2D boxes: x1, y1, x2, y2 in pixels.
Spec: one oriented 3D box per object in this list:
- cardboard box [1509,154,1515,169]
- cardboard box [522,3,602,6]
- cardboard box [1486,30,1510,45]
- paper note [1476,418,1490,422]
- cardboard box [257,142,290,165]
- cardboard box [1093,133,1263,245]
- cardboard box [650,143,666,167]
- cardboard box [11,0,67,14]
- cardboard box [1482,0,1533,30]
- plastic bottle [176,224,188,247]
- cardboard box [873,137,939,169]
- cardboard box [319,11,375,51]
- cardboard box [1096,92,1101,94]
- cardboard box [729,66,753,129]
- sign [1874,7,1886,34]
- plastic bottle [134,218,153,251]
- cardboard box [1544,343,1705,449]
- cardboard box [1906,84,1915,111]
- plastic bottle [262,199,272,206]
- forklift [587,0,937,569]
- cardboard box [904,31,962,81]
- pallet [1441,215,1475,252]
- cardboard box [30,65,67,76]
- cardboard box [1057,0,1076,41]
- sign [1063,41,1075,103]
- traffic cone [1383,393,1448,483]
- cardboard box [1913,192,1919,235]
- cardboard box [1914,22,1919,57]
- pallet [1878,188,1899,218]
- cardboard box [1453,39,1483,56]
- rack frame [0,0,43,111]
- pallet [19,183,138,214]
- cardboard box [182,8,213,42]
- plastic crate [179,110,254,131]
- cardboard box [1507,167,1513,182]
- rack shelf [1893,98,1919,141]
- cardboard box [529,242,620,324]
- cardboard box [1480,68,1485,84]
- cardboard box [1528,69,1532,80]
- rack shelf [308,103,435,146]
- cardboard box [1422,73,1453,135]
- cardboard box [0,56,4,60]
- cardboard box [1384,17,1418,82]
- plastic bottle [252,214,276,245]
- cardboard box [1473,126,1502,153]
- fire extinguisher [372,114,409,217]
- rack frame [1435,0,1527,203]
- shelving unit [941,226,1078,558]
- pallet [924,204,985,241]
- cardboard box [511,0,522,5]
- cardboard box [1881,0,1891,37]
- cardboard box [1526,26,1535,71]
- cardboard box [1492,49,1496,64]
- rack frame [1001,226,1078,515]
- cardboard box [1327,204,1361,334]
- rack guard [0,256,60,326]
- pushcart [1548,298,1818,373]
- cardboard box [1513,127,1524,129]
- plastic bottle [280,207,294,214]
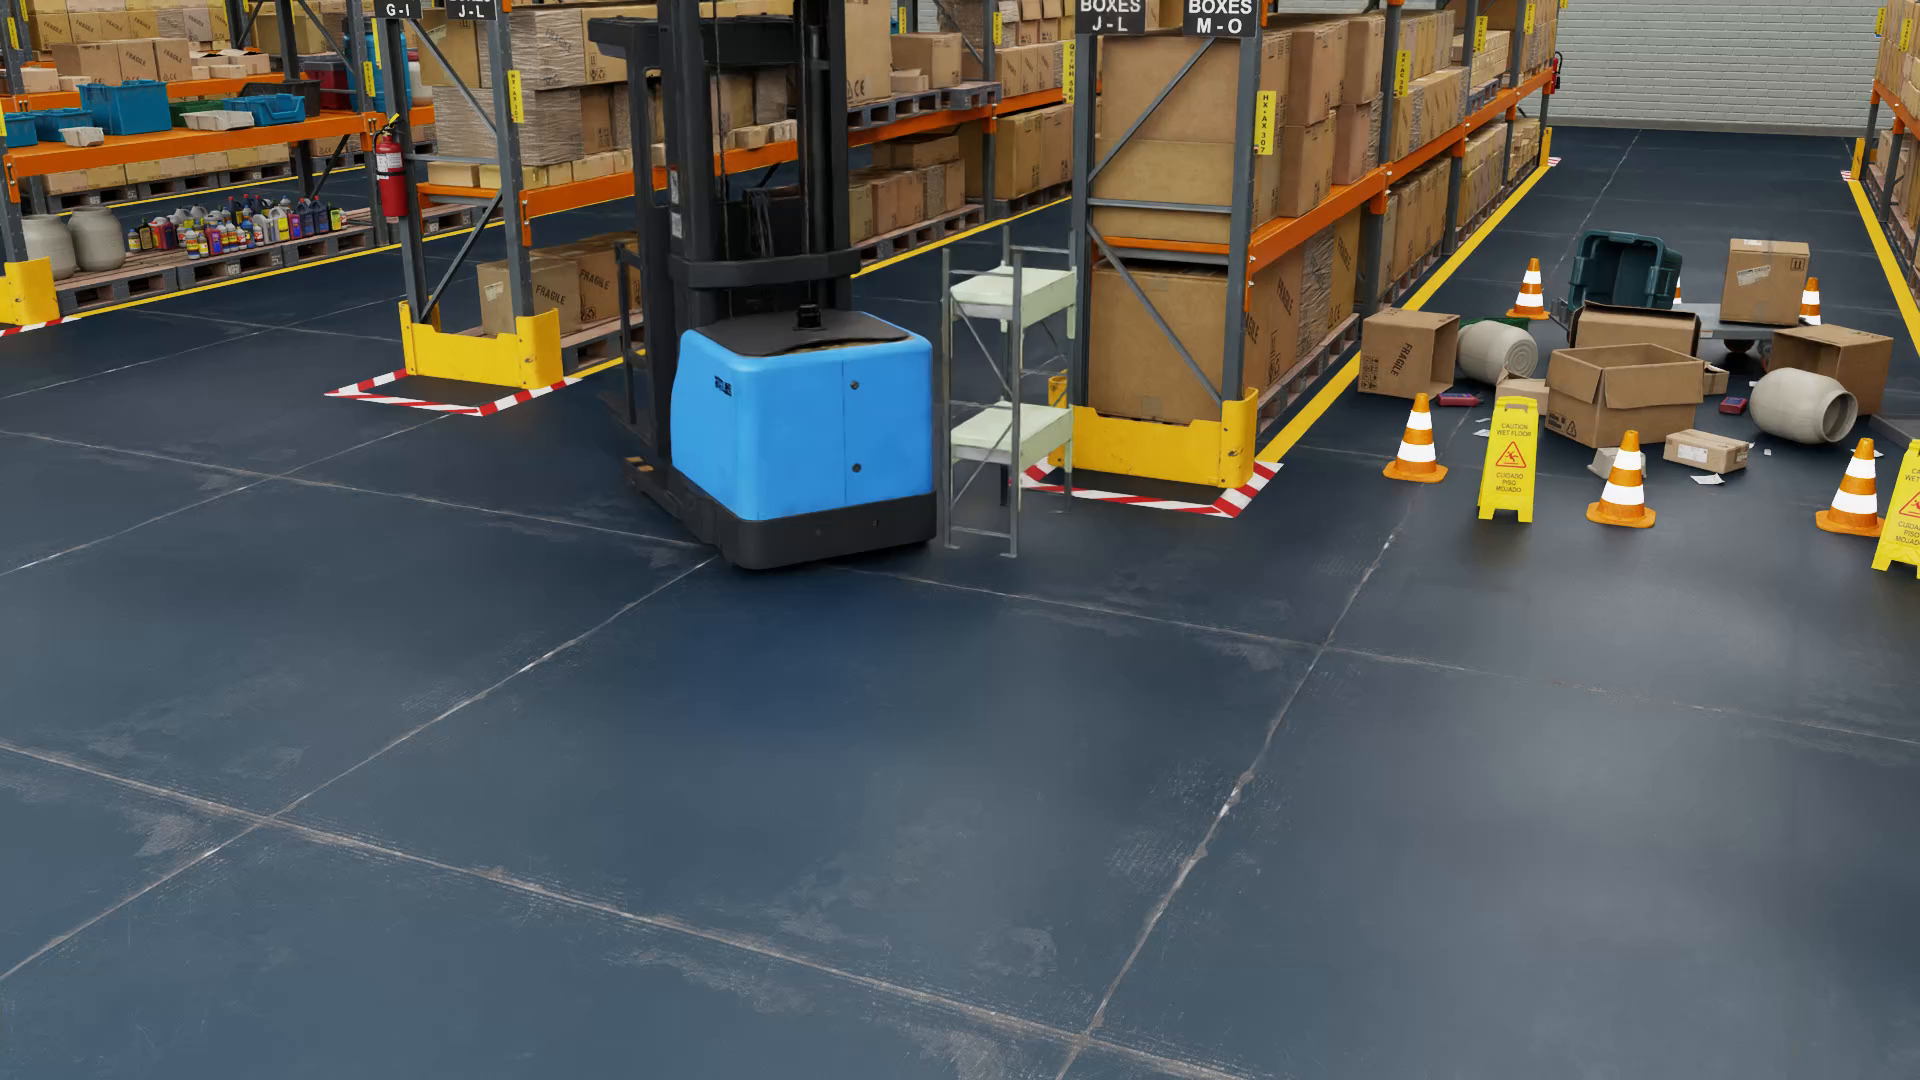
[{"bbox_3d":[6.457,-4.562,20.005,0.380,0.149,0.250,10,22,25],"label":"cardboard box"},{"bbox_3d":[-2.974,-3.710,12.339,0.500,0.500,0.500,9,21,23],"label":"cardboard box"},{"bbox_3d":[6.031,-5.711,18.911,0.380,0.149,0.250,10,22,25],"label":"cardboard box"},{"bbox_3d":[3.335,-0.764,10.602,0.123,0.001,0.032,-14,24,-33],"label":"paper note"},{"bbox_3d":[-9.134,-5.058,21.690,0.500,0.250,0.500,9,22,24],"label":"cardboard box"},{"bbox_3d":[1.214,-2.022,9.455,0.875,0.550,0.550,9,21,23],"label":"cardboard box"},{"bbox_3d":[-2.344,-2.925,12.592,0.380,0.149,0.250,9,21,23],"label":"cardboard box"},{"bbox_3d":[-13.229,-7.690,23.874,0.500,0.250,0.500,9,22,24],"label":"cardboard box"},{"bbox_3d":[6.424,-6.263,19.519,0.500,0.500,0.500,9,22,24],"label":"cardboard box"},{"bbox_3d":[-7.241,-2.838,15.492,0.097,0.201,0.097,0,20,0],"label":"plastic bottle"},{"bbox_3d":[-0.559,-4.000,17.193,0.500,0.250,0.500,11,22,29],"label":"cardboard box"},{"bbox_3d":[-8.437,-7.056,23.057,0.700,0.500,0.500,13,23,33],"label":"cardboard box"},{"bbox_3d":[1.877,-5.600,22.282,0.875,0.875,0.875,9,21,23],"label":"cardboard box"},{"bbox_3d":[-2.220,-3.677,13.737,0.875,0.500,0.500,9,21,23],"label":"cardboard box"},{"bbox_3d":[11.709,-6.598,21.135,0.100,0.325,0.005,9,21,23],"label":"sign"},{"bbox_3d":[-7.516,-2.810,15.292,0.061,0.283,0.133,9,22,24],"label":"plastic bottle"},{"bbox_3d":[4.070,-0.892,10.226,0.797,0.503,0.637,-5,20,-15],"label":"cardboard box"},{"bbox_3d":[9.719,-4.370,16.505,0.500,0.250,0.500,8,21,22],"label":"cardboard box"},{"bbox_3d":[-6.899,-3.230,16.483,0.152,0.276,0.135,9,22,25],"label":"plastic bottle"},{"bbox_3d":[-1.256,-1.690,8.848,1.130,2.935,3.031,-10,22,-26],"label":"forklift"},{"bbox_3d":[-0.289,-5.064,17.454,0.500,0.500,0.500,6,20,16],"label":"cardboard box"},{"bbox_3d":[4.700,-3.203,17.159,1.003,0.211,1.213,9,21,23],"label":"pallet"},{"bbox_3d":[-10.586,-5.357,19.257,0.396,0.266,0.258,8,21,21],"label":"cardboard box"},{"bbox_3d":[0.988,-6.327,20.137,0.797,0.503,0.637,9,21,23],"label":"cardboard box"},{"bbox_3d":[0.614,-2.568,9.132,0.100,0.325,0.005,9,21,23],"label":"sign"},{"bbox_3d":[2.616,-0.604,9.478,0.336,0.463,0.334,9,21,23],"label":"traffic cone"},{"bbox_3d":[9.664,-3.298,15.810,0.875,0.875,0.875,9,21,23],"label":"cardboard box"},{"bbox_3d":[9.949,-5.116,16.736,0.500,0.500,0.500,8,21,22],"label":"cardboard box"},{"bbox_3d":[10.957,-3.760,18.727,1.003,0.211,1.213,9,21,23],"label":"pallet"},{"bbox_3d":[5.175,-5.073,17.117,0.380,0.149,0.250,10,22,25],"label":"cardboard box"},{"bbox_3d":[-13.661,-7.028,23.754,1.000,3.000,0.127,9,21,23],"label":"rack frame"},{"bbox_3d":[-10.513,-4.044,19.524,1.003,0.211,1.213,9,21,23],"label":"pallet"},{"bbox_3d":[-12.182,-8.115,26.186,0.500,0.500,0.500,9,21,23],"label":"cardboard box"},{"bbox_3d":[-6.695,-3.791,15.044,0.530,0.136,0.437,9,21,23],"label":"plastic crate"},{"bbox_3d":[6.459,-4.422,20.055,0.380,0.149,0.250,8,21,20],"label":"cardboard box"},{"bbox_3d":[9.755,-3.902,16.037,1.077,0.370,4.000,9,21,23],"label":"rack shelf"},{"bbox_3d":[-2.896,-1.940,12.550,0.500,0.500,0.500,15,25,37],"label":"cardboard box"},{"bbox_3d":[5.288,-4.872,17.440,0.380,0.149,0.250,9,21,23],"label":"cardboard box"},{"bbox_3d":[6.927,-5.833,20.769,0.380,0.149,0.250,10,22,25],"label":"cardboard box"},{"bbox_3d":[-5.442,-4.718,18.333,1.077,0.370,4.000,9,21,23],"label":"rack shelf"},{"bbox_3d":[4.029,-3.845,14.655,0.500,0.500,0.500,8,21,22],"label":"cardboard box"},{"bbox_3d":[-13.762,-7.054,24.172,0.380,0.149,0.250,9,21,24],"label":"cardboard box"},{"bbox_3d":[3.355,-4.038,13.704,0.700,0.500,0.500,9,21,23],"label":"cardboard box"},{"bbox_3d":[-6.543,-2.927,15.631,0.152,0.276,0.135,9,21,24],"label":"plastic bottle"},{"bbox_3d":[5.720,-4.456,18.507,0.500,0.250,0.500,10,22,25],"label":"cardboard box"},{"bbox_3d":[-3.848,-2.535,11.237,0.296,0.674,0.183,9,21,23],"label":"fire extinguisher"},{"bbox_3d":[6.017,-5.500,19.459,1.000,3.000,0.127,9,21,23],"label":"rack frame"},{"bbox_3d":[0.254,-0.760,8.368,0.431,1.500,0.755,9,21,23],"label":"shelving unit"},{"bbox_3d":[-0.426,-3.437,17.817,1.003,0.211,1.213,9,21,23],"label":"pallet"},{"bbox_3d":[-7.053,-8.196,25.397,0.500,0.500,0.500,9,22,24],"label":"cardboard box"},{"bbox_3d":[11.756,-6.486,20.587,0.500,0.500,0.500,8,21,21],"label":"cardboard box"},{"bbox_3d":[6.646,-5.957,20.149,0.500,0.500,0.500,9,21,23],"label":"cardboard box"},{"bbox_3d":[5.608,-5.252,18.064,0.380,0.149,0.250,7,21,20],"label":"cardboard box"},{"bbox_3d":[0.406,-0.872,8.681,0.400,1.500,0.023,9,21,23],"label":"rack frame"},{"bbox_3d":[2.420,-2.069,12.354,0.875,0.875,0.875,9,21,24],"label":"cardboard box"},{"bbox_3d":[-7.911,-2.075,13.558,1.175,0.500,0.348,9,21,23],"label":"rack guard"},{"bbox_3d":[5.198,-1.469,12.035,1.648,0.377,0.936,1,20,4],"label":"pushcart"},{"bbox_3d":[7.092,-5.271,21.552,0.380,0.149,0.250,8,21,21],"label":"cardboard box"},{"bbox_3d":[-6.486,-3.088,16.082,0.152,0.276,0.135,9,21,23],"label":"plastic bottle"}]
